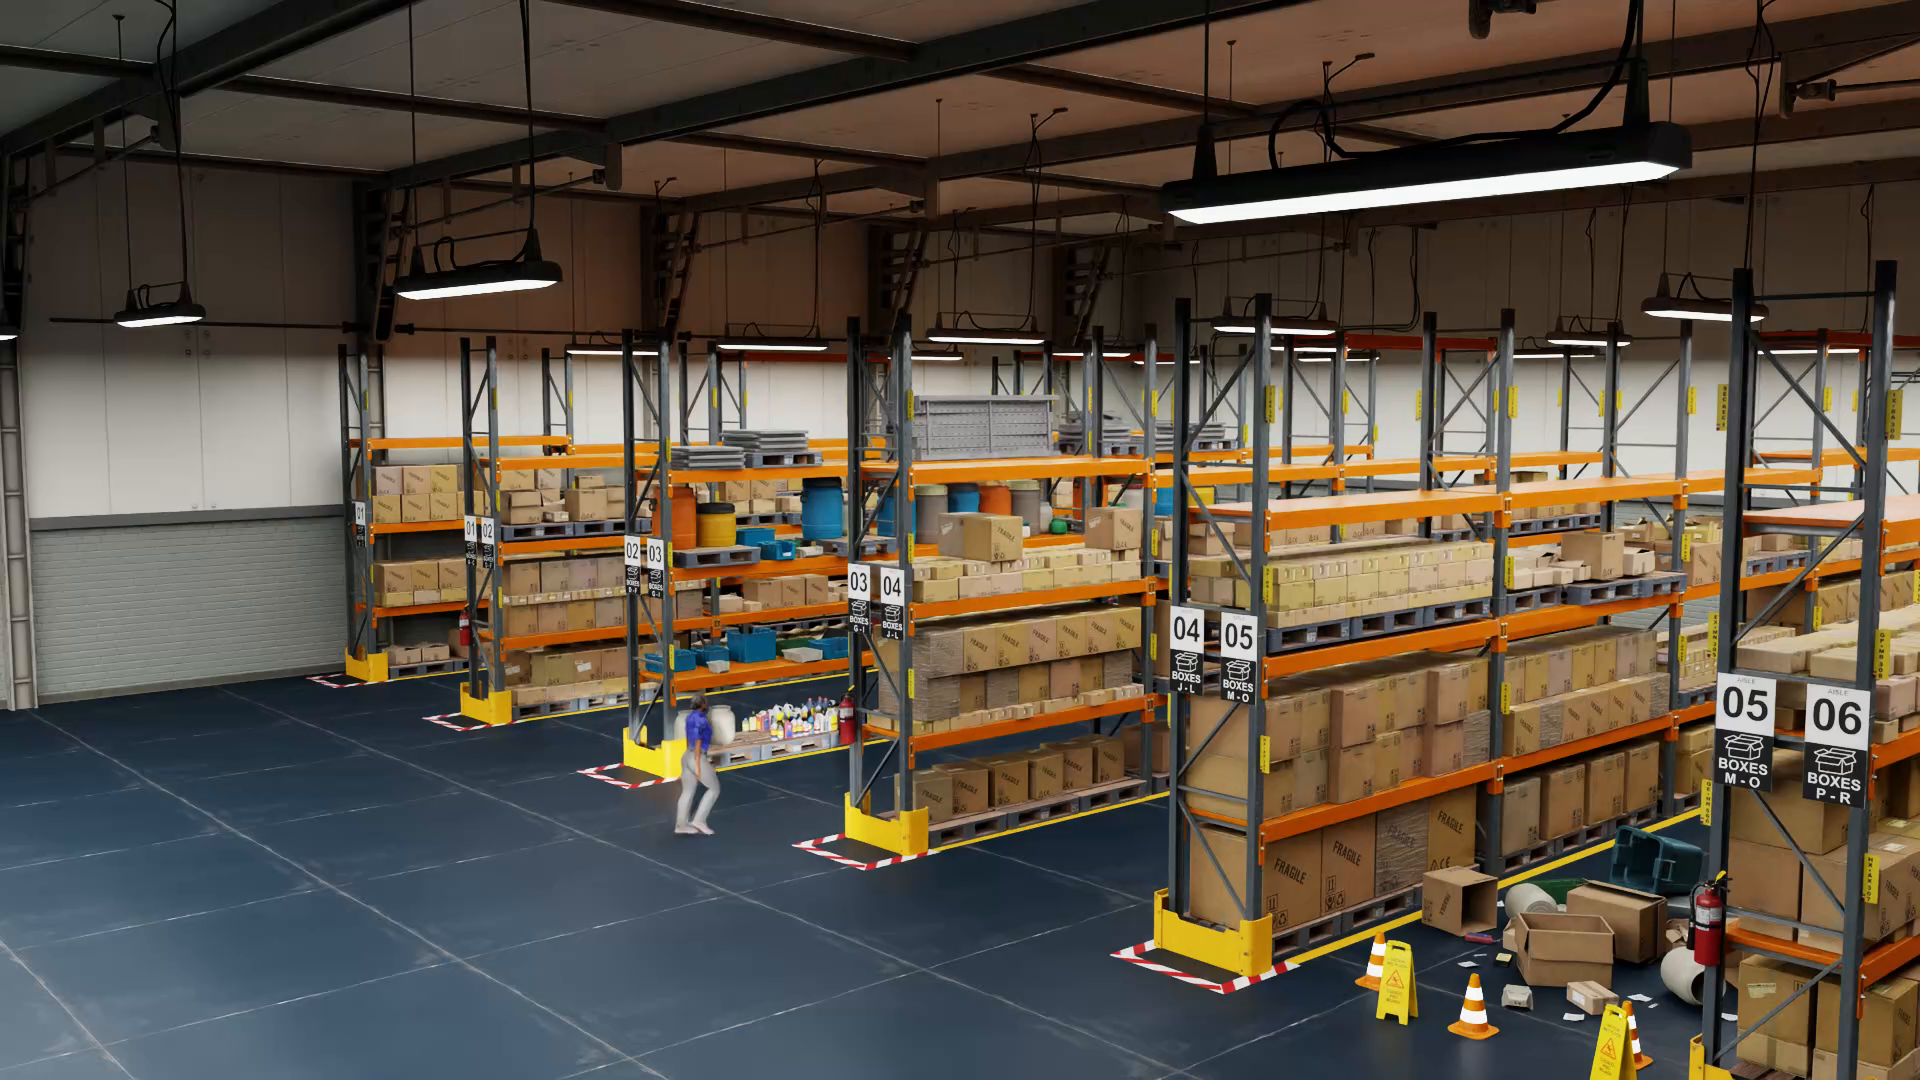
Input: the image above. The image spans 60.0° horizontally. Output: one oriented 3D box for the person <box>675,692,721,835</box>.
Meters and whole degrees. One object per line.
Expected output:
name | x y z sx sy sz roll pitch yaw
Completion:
person | -3.089 2.606 19.401 0.513 1.656 0.488 -3 6 -32
